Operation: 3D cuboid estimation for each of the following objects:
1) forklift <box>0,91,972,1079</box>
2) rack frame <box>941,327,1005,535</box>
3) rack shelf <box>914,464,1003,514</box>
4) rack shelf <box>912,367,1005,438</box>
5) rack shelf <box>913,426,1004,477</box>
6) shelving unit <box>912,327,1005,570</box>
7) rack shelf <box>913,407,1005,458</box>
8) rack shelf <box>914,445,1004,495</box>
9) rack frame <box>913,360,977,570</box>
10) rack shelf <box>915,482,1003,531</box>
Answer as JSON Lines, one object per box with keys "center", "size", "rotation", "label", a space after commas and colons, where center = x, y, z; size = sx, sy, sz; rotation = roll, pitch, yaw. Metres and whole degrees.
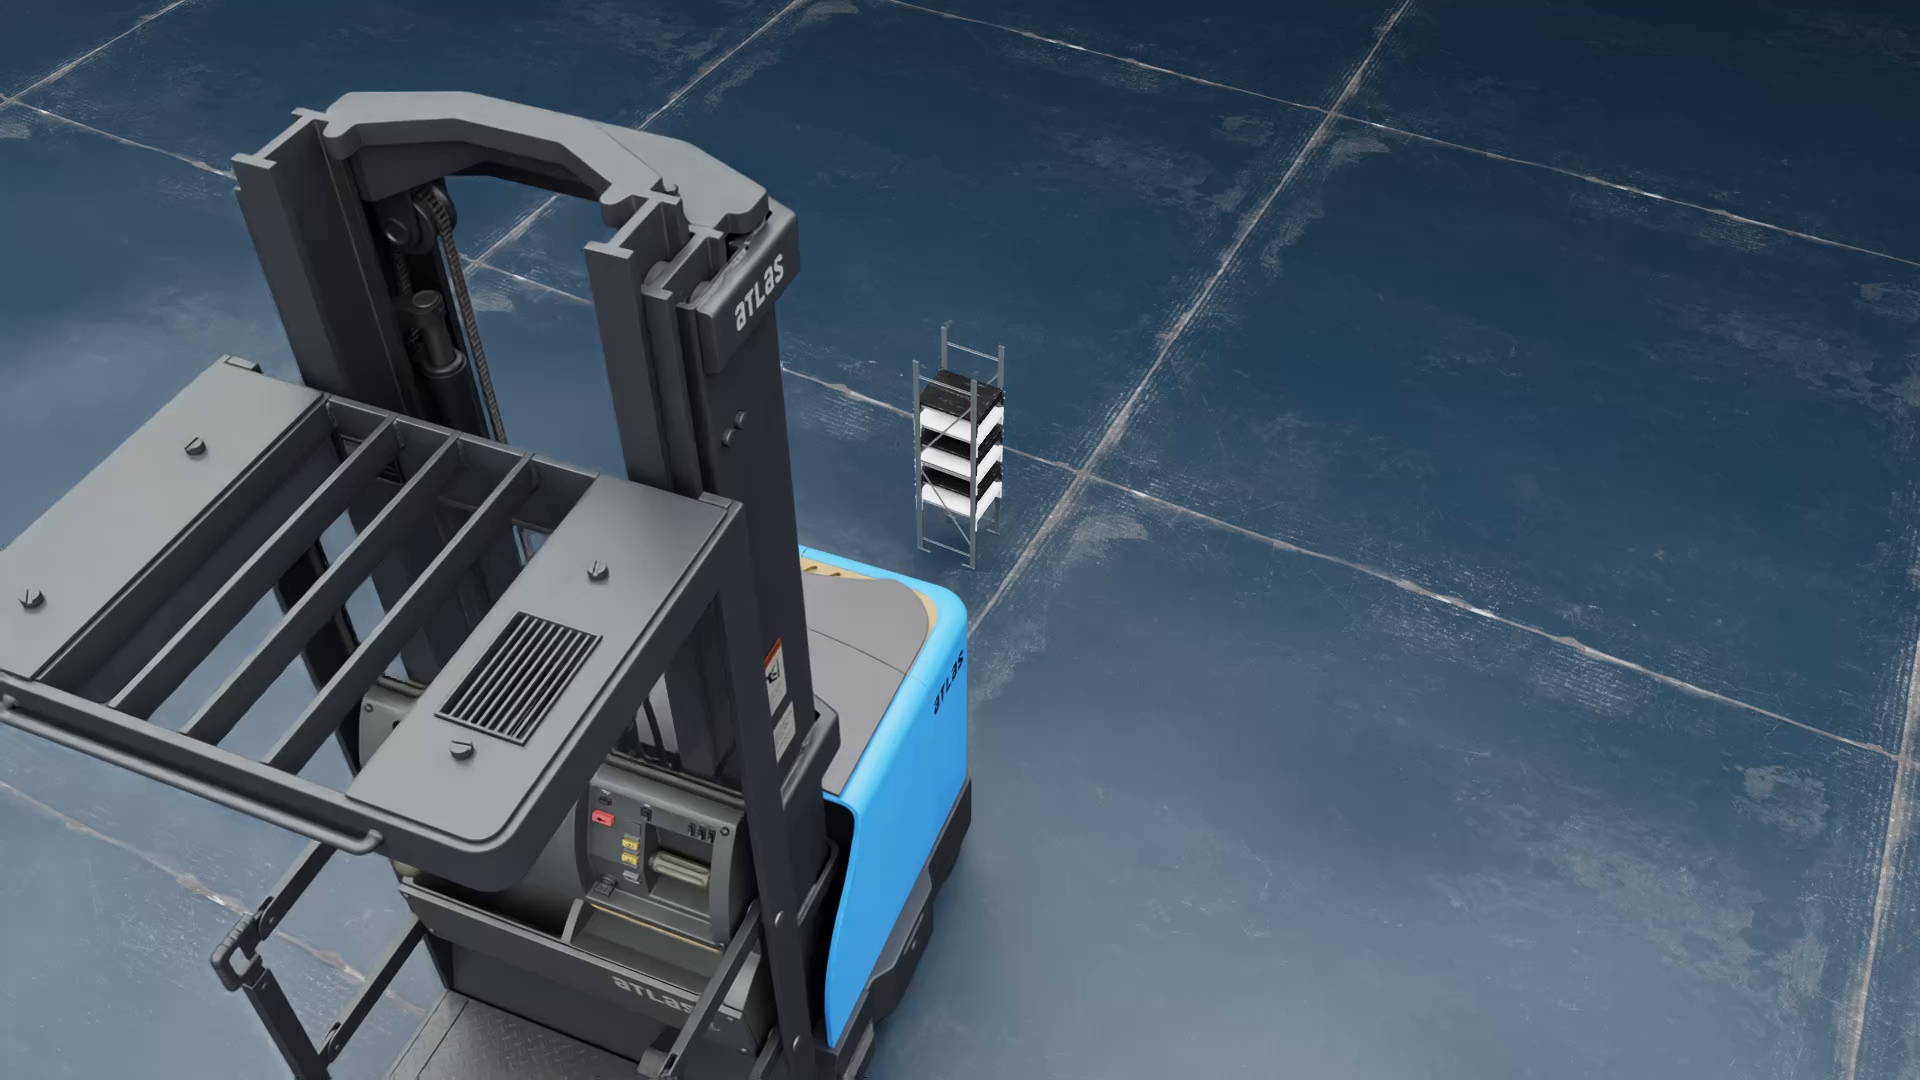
{"center": [-0.982, 0.718, 3.479], "size": [1.130, 2.935, 3.031], "rotation": [16, 47, 15], "label": "forklift"}
{"center": [0.043, -0.375, 5.988], "size": [0.240, 0.900, 0.006], "rotation": [20, 49, 19], "label": "rack frame"}
{"center": [-0.004, -0.225, 6.013], "size": [0.258, 0.077, 0.200], "rotation": [20, 49, 19], "label": "rack shelf"}
{"center": [-0.004, -0.478, 5.757], "size": [0.258, 0.077, 0.200], "rotation": [20, 49, 19], "label": "rack shelf"}
{"center": [-0.004, -0.351, 5.885], "size": [0.258, 0.077, 0.200], "rotation": [20, 49, 19], "label": "rack shelf"}
{"center": [-0.004, -0.311, 5.925], "size": [0.258, 0.900, 0.210], "rotation": [20, 49, 19], "label": "shelving unit"}
{"center": [-0.004, -0.414, 5.821], "size": [0.258, 0.077, 0.200], "rotation": [20, 49, 19], "label": "rack shelf"}
{"center": [-0.004, -0.288, 5.949], "size": [0.258, 0.077, 0.200], "rotation": [20, 49, 19], "label": "rack shelf"}
{"center": [-0.051, -0.247, 5.862], "size": [0.240, 0.900, 0.006], "rotation": [20, 49, 19], "label": "rack frame"}
{"center": [-0.004, -0.161, 6.077], "size": [0.258, 0.077, 0.200], "rotation": [20, 49, 19], "label": "rack shelf"}
